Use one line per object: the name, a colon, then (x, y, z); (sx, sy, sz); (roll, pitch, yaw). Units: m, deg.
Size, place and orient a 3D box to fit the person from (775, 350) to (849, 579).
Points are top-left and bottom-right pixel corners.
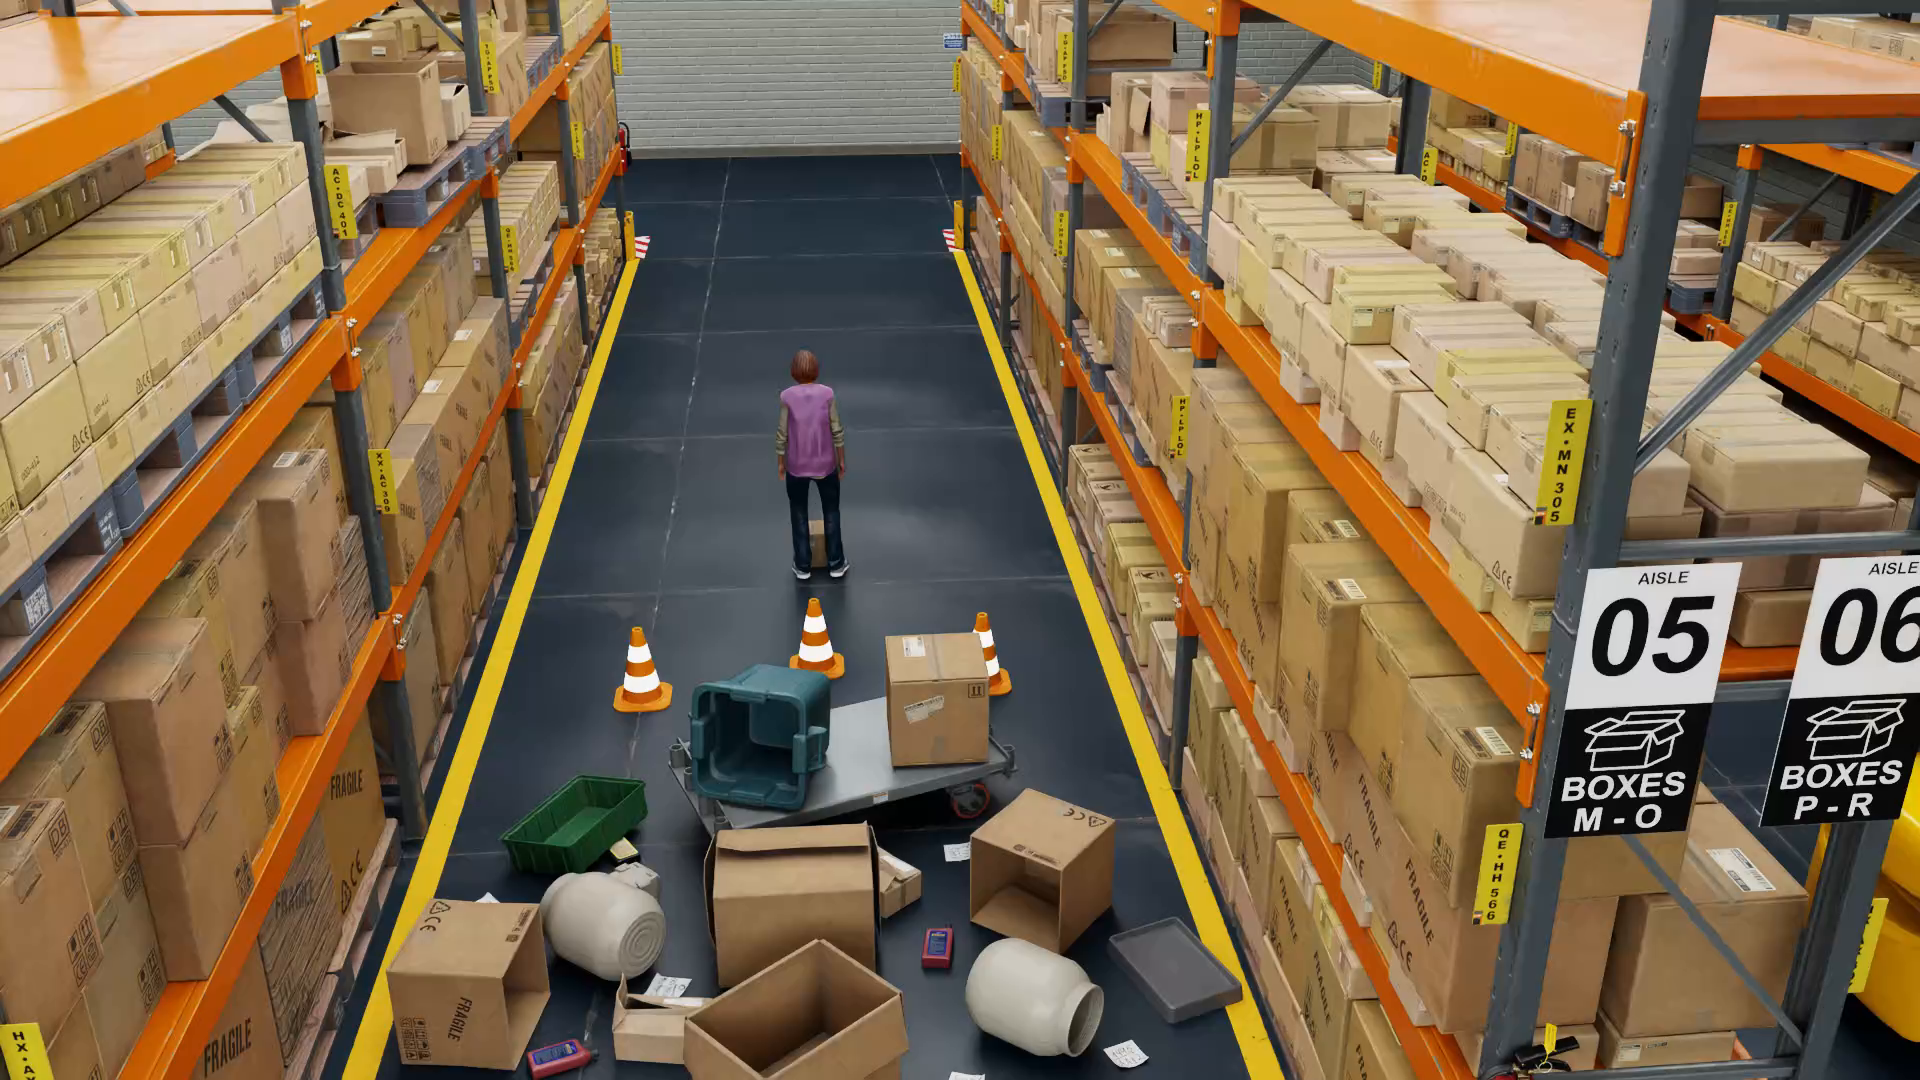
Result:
person: (-1.002, -0.492, 11.217); (0.468, 1.592, 0.350); (-3, 24, -6)
